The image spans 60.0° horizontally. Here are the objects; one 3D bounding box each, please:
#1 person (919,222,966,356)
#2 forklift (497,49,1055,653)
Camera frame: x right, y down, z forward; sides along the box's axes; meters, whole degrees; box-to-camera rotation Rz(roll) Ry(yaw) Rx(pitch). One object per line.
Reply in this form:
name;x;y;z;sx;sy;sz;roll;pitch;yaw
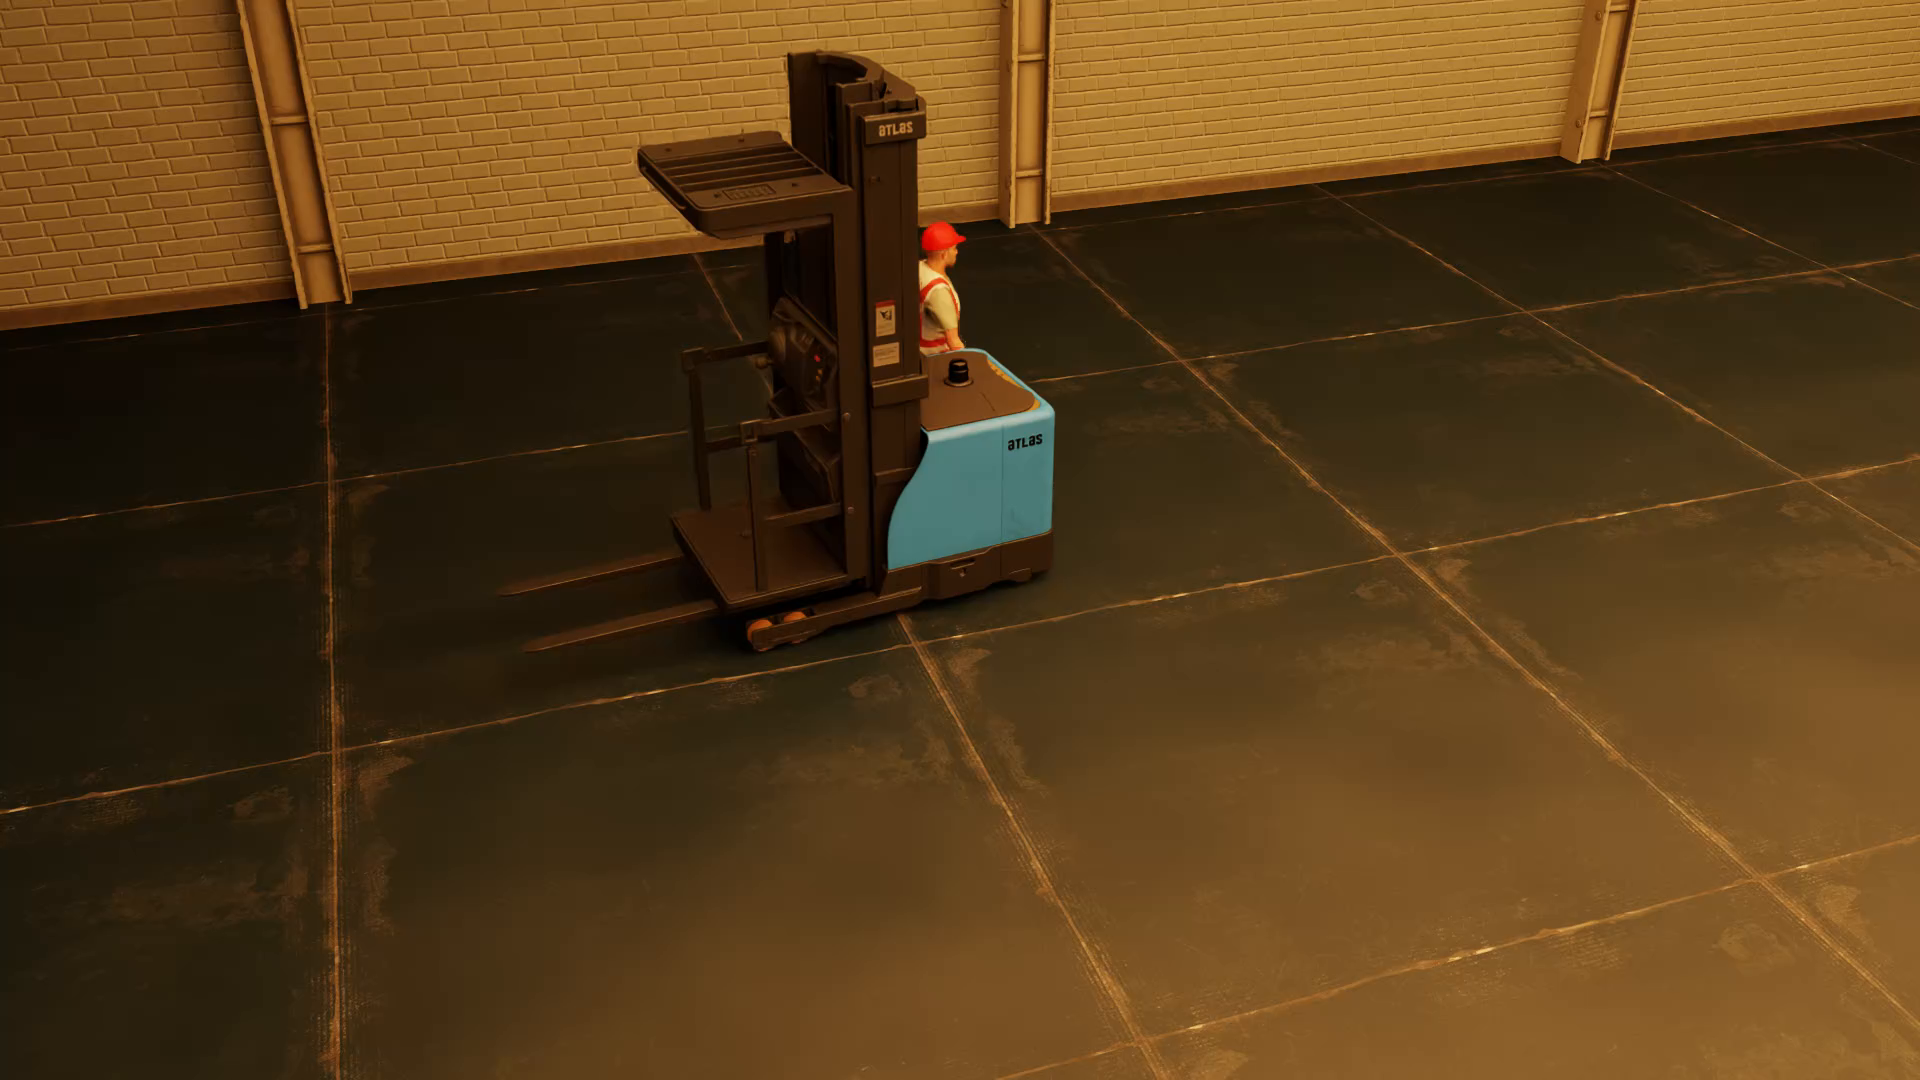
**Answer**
person;-0.068;-1.159;10.325;0.467;1.665;0.855;-5;30;-8
forklift;-1.020;-0.970;8.773;3.031;2.935;1.130;-13;32;-22
